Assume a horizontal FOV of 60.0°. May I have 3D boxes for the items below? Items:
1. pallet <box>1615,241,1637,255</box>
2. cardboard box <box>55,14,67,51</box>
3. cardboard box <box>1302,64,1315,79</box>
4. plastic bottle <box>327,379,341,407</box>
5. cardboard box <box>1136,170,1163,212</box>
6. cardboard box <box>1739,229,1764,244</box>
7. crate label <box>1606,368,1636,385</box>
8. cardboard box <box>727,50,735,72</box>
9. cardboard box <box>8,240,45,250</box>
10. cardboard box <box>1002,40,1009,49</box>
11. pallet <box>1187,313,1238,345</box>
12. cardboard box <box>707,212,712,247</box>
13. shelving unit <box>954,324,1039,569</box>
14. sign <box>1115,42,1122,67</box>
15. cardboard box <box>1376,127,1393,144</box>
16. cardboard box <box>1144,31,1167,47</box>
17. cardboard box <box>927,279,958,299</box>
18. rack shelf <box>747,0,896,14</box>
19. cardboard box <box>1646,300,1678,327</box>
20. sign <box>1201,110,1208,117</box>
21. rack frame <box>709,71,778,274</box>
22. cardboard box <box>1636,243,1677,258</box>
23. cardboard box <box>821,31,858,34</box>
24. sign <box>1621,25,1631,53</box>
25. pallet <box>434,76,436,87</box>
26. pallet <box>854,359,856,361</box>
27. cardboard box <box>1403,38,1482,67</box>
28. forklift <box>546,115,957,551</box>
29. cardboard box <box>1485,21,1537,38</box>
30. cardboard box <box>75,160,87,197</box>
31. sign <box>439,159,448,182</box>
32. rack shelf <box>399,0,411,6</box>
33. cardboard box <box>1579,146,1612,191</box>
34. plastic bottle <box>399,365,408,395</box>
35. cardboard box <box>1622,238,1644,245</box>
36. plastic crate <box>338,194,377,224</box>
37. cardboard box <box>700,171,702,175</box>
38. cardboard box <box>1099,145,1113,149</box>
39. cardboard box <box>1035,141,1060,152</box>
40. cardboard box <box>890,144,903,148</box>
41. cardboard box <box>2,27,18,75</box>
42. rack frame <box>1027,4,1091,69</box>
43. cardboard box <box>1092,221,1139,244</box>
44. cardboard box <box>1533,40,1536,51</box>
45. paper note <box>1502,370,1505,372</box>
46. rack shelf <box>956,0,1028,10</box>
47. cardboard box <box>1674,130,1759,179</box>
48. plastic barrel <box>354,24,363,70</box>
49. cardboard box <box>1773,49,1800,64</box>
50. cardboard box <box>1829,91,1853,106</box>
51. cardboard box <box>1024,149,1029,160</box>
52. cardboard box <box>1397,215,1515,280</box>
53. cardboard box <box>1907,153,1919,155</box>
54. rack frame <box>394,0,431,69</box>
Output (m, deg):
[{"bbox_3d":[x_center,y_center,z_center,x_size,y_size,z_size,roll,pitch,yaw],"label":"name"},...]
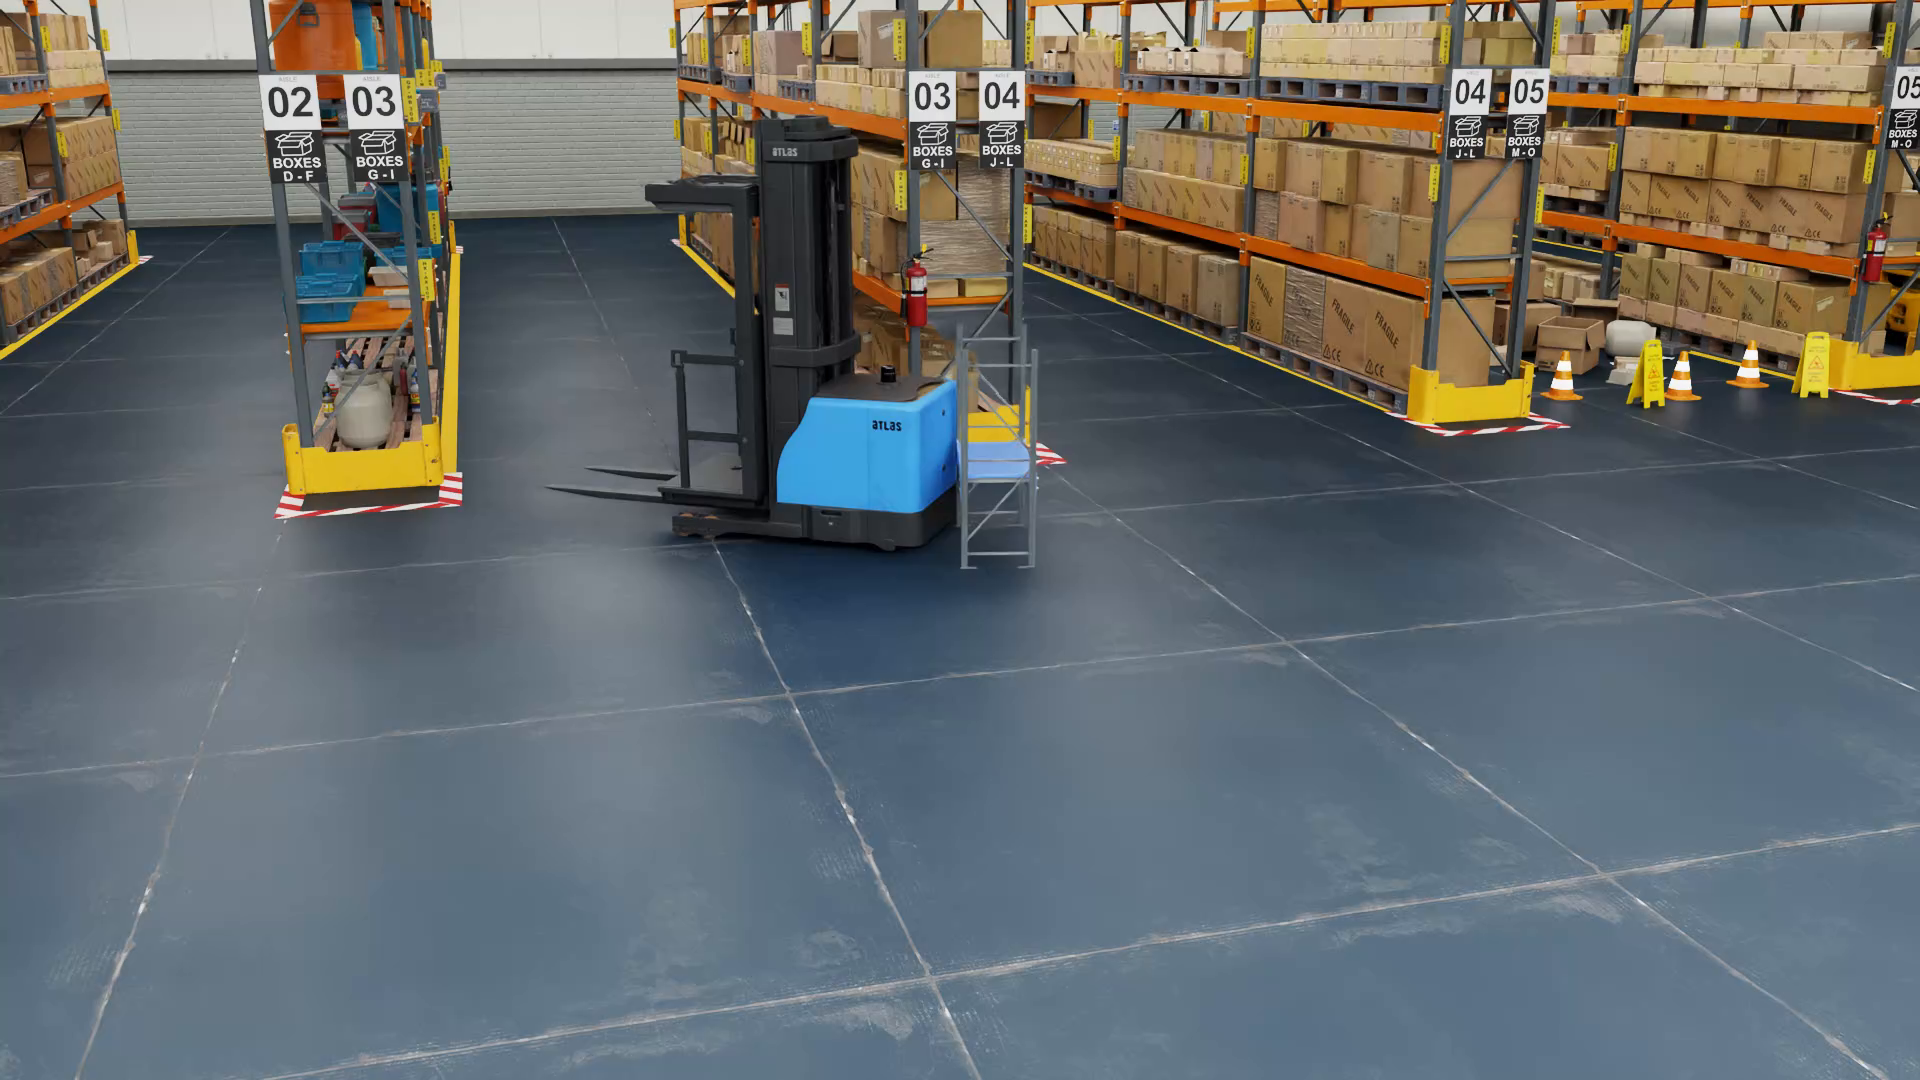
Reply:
[{"bbox_3d":[11.646,-4.857,27.755,1.003,0.211,1.213,-5,17,-15],"label":"pallet"},{"bbox_3d":[-13.093,-7.176,23.501,0.700,0.500,0.500,-5,17,-15],"label":"cardboard box"},{"bbox_3d":[3.798,-4.884,17.315,0.380,0.149,0.250,-5,17,-16],"label":"cardboard box"},{"bbox_3d":[-5.686,-1.316,15.090,0.152,0.276,0.135,-5,17,-15],"label":"plastic bottle"},{"bbox_3d":[2.650,-4.595,21.863,0.500,0.500,0.500,-5,17,-16],"label":"cardboard box"},{"bbox_3d":[8.847,-3.354,18.342,0.380,0.149,0.250,-5,17,-16],"label":"cardboard box"},{"bbox_3d":[6.966,-1.717,17.429,0.298,0.136,0.250,16,23,42],"label":"crate label"},{"bbox_3d":[-3.037,-6.860,23.787,0.500,0.311,0.500,-5,18,-17],"label":"cardboard box"},{"bbox_3d":[-13.208,-3.942,23.443,0.500,0.500,0.500,-5,17,-15],"label":"cardboard box"},{"bbox_3d":[0.901,-8.088,27.147,0.380,0.149,0.250,-5,18,-17],"label":"cardboard box"},{"bbox_3d":[3.458,-2.599,20.238,1.003,0.211,1.213,-5,17,-15],"label":"pallet"},{"bbox_3d":[-3.604,-5.197,27.003,0.875,0.875,0.875,-5,17,-15],"label":"cardboard box"},{"bbox_3d":[0.242,-0.673,11.585,0.538,1.500,1.048,-1,17,-2],"label":"shelving unit"},{"bbox_3d":[2.121,-6.475,22.182,0.100,0.325,0.005,-5,17,-15],"label":"sign"},{"bbox_3d":[6.703,-6.181,25.404,0.500,0.500,0.500,-5,17,-15],"label":"cardboard box"},{"bbox_3d":[2.656,-6.961,23.193,0.396,0.266,0.258,-5,17,-15],"label":"cardboard box"},{"bbox_3d":[-0.231,-2.199,14.494,0.380,0.149,0.250,-5,17,-15],"label":"cardboard box"},{"bbox_3d":[-1.603,-6.253,19.073,1.077,0.370,4.000,-5,17,-15],"label":"rack shelf"},{"bbox_3d":[8.535,-2.699,19.774,0.500,0.250,0.500,-4,17,-12],"label":"cardboard box"},{"bbox_3d":[5.554,-9.598,37.254,0.339,0.242,0.001,-5,17,-15],"label":"sign"},{"bbox_3d":[-3.252,-5.576,25.300,1.000,3.000,0.127,-5,17,-15],"label":"rack frame"},{"bbox_3d":[8.354,-3.477,19.930,0.380,0.149,0.250,-4,17,-14],"label":"cardboard box"},{"bbox_3d":[-1.509,-5.802,19.796,0.500,0.500,0.500,-4,17,-14],"label":"cardboard box"},{"bbox_3d":[7.942,-5.974,19.830,0.100,0.325,0.005,-5,17,-15],"label":"sign"},{"bbox_3d":[-7.032,-5.643,20.639,1.003,0.211,1.213,-5,17,-15],"label":"pallet"},{"bbox_3d":[-1.269,-2.243,19.051,1.003,0.211,1.213,-5,17,-15],"label":"pallet"},{"bbox_3d":[4.439,-4.490,15.312,0.500,0.250,0.500,-4,17,-15],"label":"cardboard box"},{"bbox_3d":[-1.574,-1.552,12.023,3.031,2.935,1.130,5,17,16],"label":"forklift"},{"bbox_3d":[5.057,-4.685,15.269,0.380,0.149,0.250,-5,17,-15],"label":"cardboard box"},{"bbox_3d":[-12.800,-5.145,23.694,0.500,0.500,0.500,-4,17,-14],"label":"cardboard box"},{"bbox_3d":[-7.485,-5.360,24.100,0.100,0.325,0.005,-5,17,-15],"label":"sign"},{"bbox_3d":[-5.266,-4.755,14.086,1.077,0.370,4.000,-5,17,-15],"label":"rack shelf"},{"bbox_3d":[8.127,-4.648,20.789,0.500,0.500,0.500,-5,17,-16],"label":"cardboard box"},{"bbox_3d":[-5.282,-1.530,15.787,0.061,0.283,0.133,-5,17,-15],"label":"plastic bottle"},{"bbox_3d":[11.389,-5.176,27.585,0.500,0.500,0.500,-5,18,-17],"label":"cardboard box"},{"bbox_3d":[-6.765,-3.637,18.736,0.402,0.464,0.583,-5,17,-15],"label":"plastic crate"},{"bbox_3d":[-3.934,-5.799,26.479,0.380,0.149,0.250,-4,17,-14],"label":"cardboard box"},{"bbox_3d":[2.275,-5.775,24.637,0.380,0.149,0.250,-5,17,-16],"label":"cardboard box"},{"bbox_3d":[1.361,-6.013,25.427,0.380,0.149,0.250,-5,17,-15],"label":"cardboard box"},{"bbox_3d":[-0.390,-3.653,16.470,0.500,0.500,0.500,-5,17,-15],"label":"cardboard box"},{"bbox_3d":[-12.711,-6.382,21.692,0.600,0.600,0.600,-6,18,-20],"label":"cardboard box"},{"bbox_3d":[1.544,-8.813,25.650,1.000,3.000,0.127,-5,17,-15],"label":"rack frame"},{"bbox_3d":[2.204,-4.365,23.581,0.500,0.250,0.500,-5,17,-17],"label":"cardboard box"},{"bbox_3d":[10.530,-8.760,29.560,0.500,0.250,0.500,-5,17,-16],"label":"cardboard box"},{"bbox_3d":[5.894,-1.826,18.014,0.032,0.001,0.123,4,17,13],"label":"paper note"},{"bbox_3d":[0.995,-9.020,27.595,1.077,0.370,4.000,-5,17,-15],"label":"rack shelf"},{"bbox_3d":[8.618,-4.393,18.933,0.700,0.500,0.500,-5,17,-16],"label":"cardboard box"},{"bbox_3d":[-5.152,-3.898,13.444,0.600,0.588,0.600,0,17,0],"label":"plastic barrel"},{"bbox_3d":[8.948,-5.169,17.782,0.380,0.149,0.250,-5,17,-17],"label":"cardboard box"},{"bbox_3d":[9.107,-4.499,16.938,0.380,0.149,0.250,-5,17,-15],"label":"cardboard box"},{"bbox_3d":[1.210,-6.018,25.962,0.380,0.149,0.250,-4,17,-14],"label":"cardboard box"},{"bbox_3d":[4.697,-2.792,15.771,0.875,0.550,0.550,-5,17,-15],"label":"cardboard box"},{"bbox_3d":[13.175,-5.229,22.845,0.380,0.149,0.250,-5,17,-16],"label":"cardboard box"},{"bbox_3d":[-8.015,-8.057,23.134,1.000,3.000,0.127,-5,17,-15],"label":"rack frame"}]
